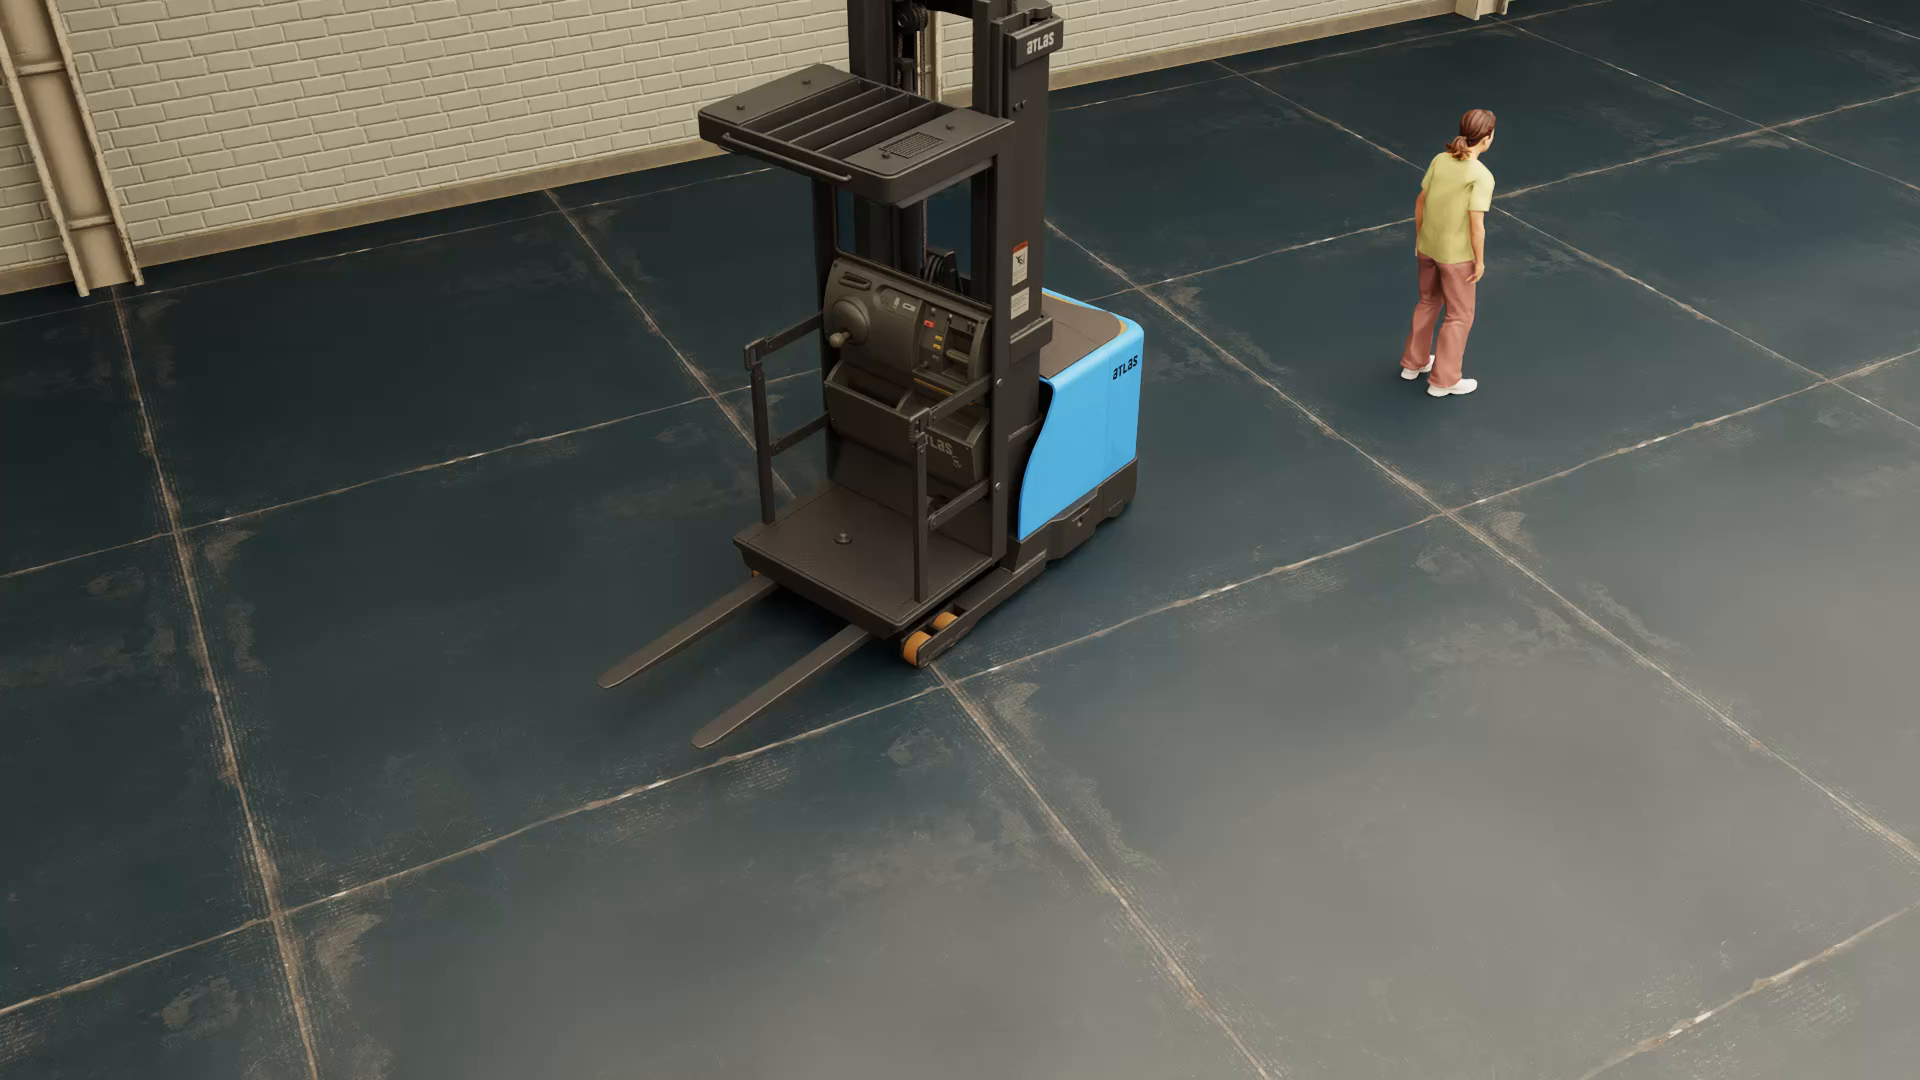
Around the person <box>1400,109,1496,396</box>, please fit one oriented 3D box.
[{"bbox_3d":[2.821,-1.648,9.547,0.365,1.671,0.507,-20,40,-25],"label":"person"}]

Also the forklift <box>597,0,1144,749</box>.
[{"bbox_3d":[-0.390,-0.927,7.434,1.130,2.935,3.031,26,43,31],"label":"forklift"}]
